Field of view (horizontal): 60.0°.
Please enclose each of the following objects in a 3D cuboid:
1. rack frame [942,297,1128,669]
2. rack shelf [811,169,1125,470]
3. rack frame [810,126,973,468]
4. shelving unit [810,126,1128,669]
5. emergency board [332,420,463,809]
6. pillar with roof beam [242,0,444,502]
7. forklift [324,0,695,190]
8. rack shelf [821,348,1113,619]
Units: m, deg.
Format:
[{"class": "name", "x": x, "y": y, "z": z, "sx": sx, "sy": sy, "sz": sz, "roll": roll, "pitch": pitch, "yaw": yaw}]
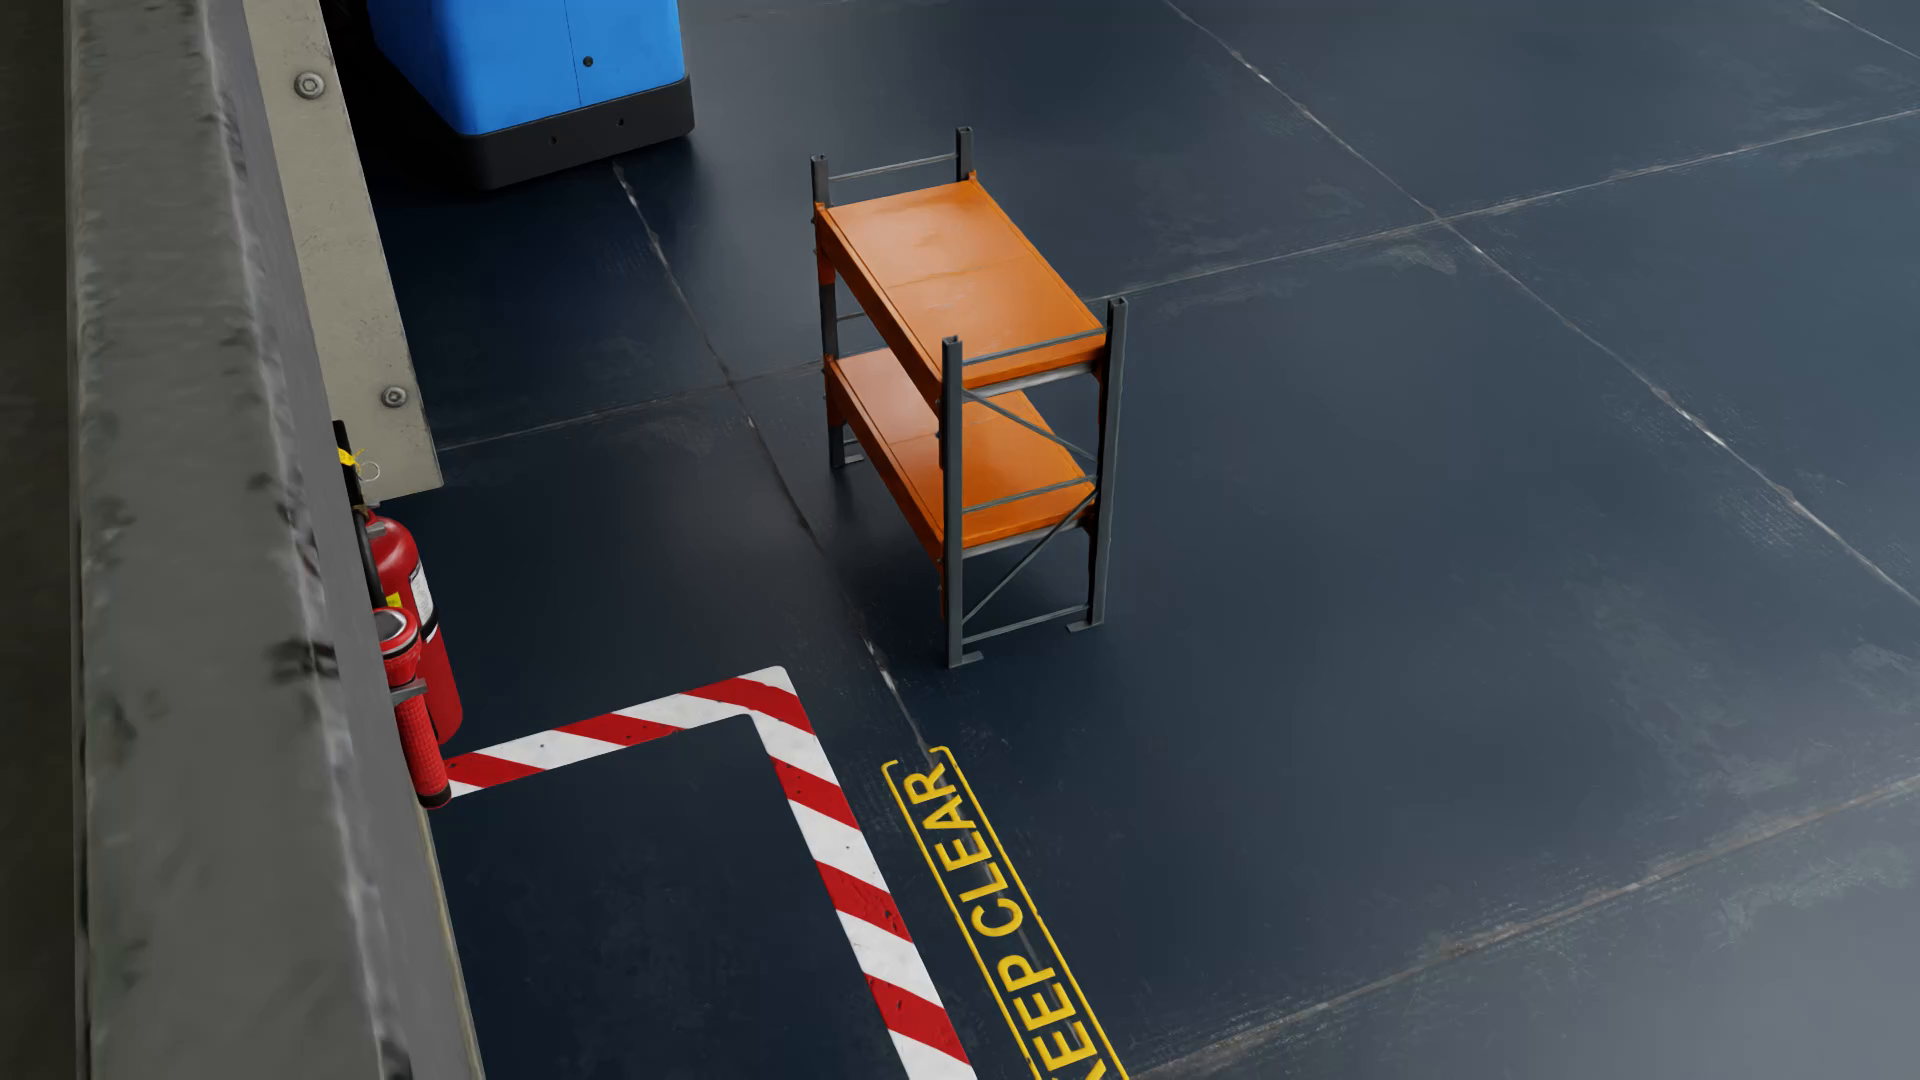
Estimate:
[{"class": "rack frame", "x": 0.192, "y": -0.124, "z": 4.532, "sx": 0.500, "sy": 1.125, "sz": 0.032, "roll": -15, "pitch": 43, "yaw": -17}, {"class": "rack shelf", "x": -0.003, "y": -0.652, "z": 4.697, "sx": 0.538, "sy": 0.278, "sz": 1.000, "roll": -15, "pitch": 43, "yaw": -17}, {"class": "rack frame", "x": -0.197, "y": -0.737, "z": 5.244, "sx": 0.500, "sy": 1.125, "sz": 0.032, "roll": -15, "pitch": 43, "yaw": -17}, {"class": "shelving unit", "x": -0.003, "y": -0.431, "z": 4.888, "sx": 0.538, "sy": 1.125, "sz": 1.048, "roll": -15, "pitch": 43, "yaw": -17}, {"class": "emergency board", "x": -1.000, "y": 0.102, "z": 2.831, "sx": 0.194, "sy": 1.169, "sz": 0.643, "roll": -15, "pitch": 43, "yaw": -17}, {"class": "pillar with roof beam", "x": 2.067, "y": -4.745, "z": 3.866, "sx": 9.100, "sy": 9.000, "sz": 0.400, "roll": -15, "pitch": 43, "yaw": -17}, {"class": "forklift", "x": -2.383, "y": -3.471, "z": 7.038, "sx": 1.130, "sy": 2.935, "sz": 3.031, "roll": -23, "pitch": 46, "yaw": -25}, {"class": "rack shelf", "x": -0.003, "y": -0.245, "z": 5.047, "sx": 0.538, "sy": 0.278, "sz": 1.000, "roll": -15, "pitch": 43, "yaw": -17}]
